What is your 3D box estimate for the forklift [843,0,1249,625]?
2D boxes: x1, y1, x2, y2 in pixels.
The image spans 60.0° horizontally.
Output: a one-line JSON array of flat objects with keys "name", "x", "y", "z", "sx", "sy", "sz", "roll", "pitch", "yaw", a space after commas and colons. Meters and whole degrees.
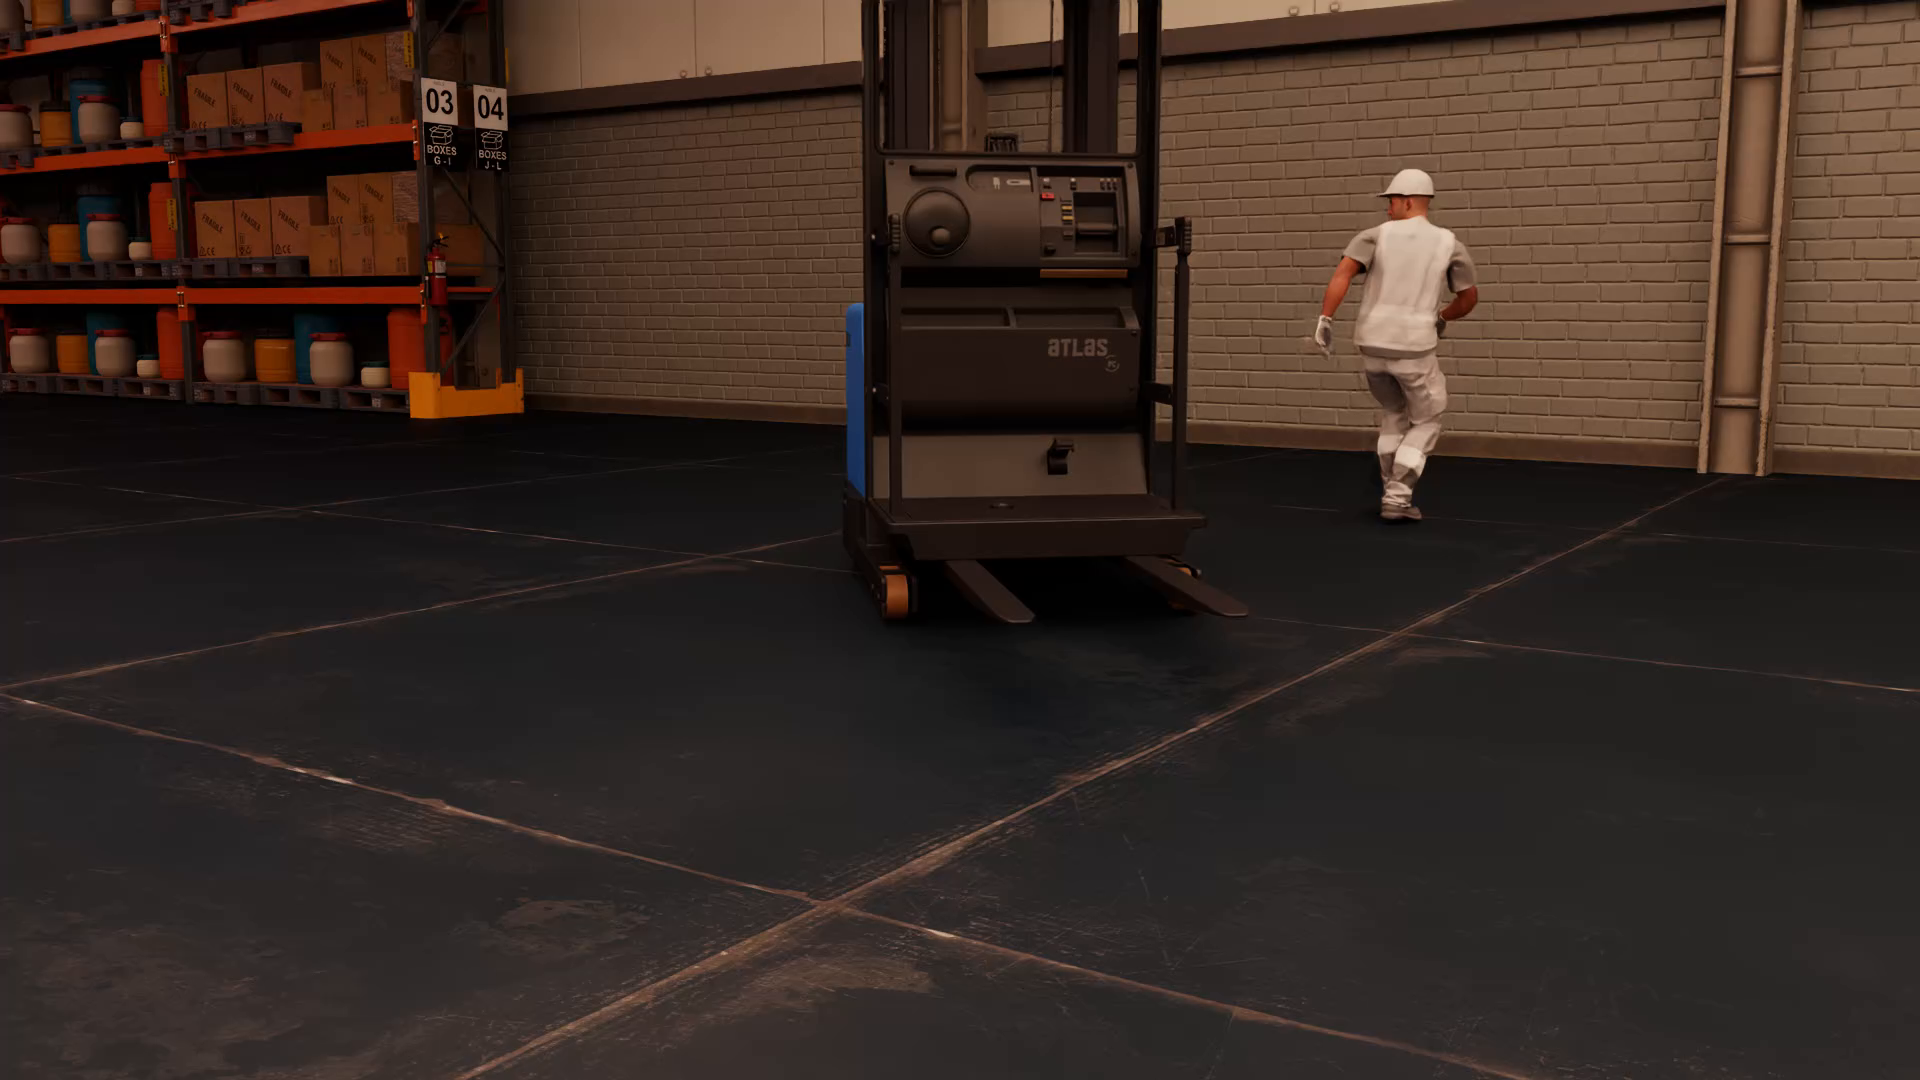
[{"name": "forklift", "x": 0.228, "y": -1.227, "z": 5.824, "sx": 1.130, "sy": 2.935, "sz": 3.031, "roll": -1, "pitch": 8, "yaw": -9}]

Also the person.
[{"name": "person", "x": 2.179, "y": -0.923, "z": 8.195, "sx": 0.627, "sy": 1.777, "sz": 0.813, "roll": 5, "pitch": 10, "yaw": 34}]
